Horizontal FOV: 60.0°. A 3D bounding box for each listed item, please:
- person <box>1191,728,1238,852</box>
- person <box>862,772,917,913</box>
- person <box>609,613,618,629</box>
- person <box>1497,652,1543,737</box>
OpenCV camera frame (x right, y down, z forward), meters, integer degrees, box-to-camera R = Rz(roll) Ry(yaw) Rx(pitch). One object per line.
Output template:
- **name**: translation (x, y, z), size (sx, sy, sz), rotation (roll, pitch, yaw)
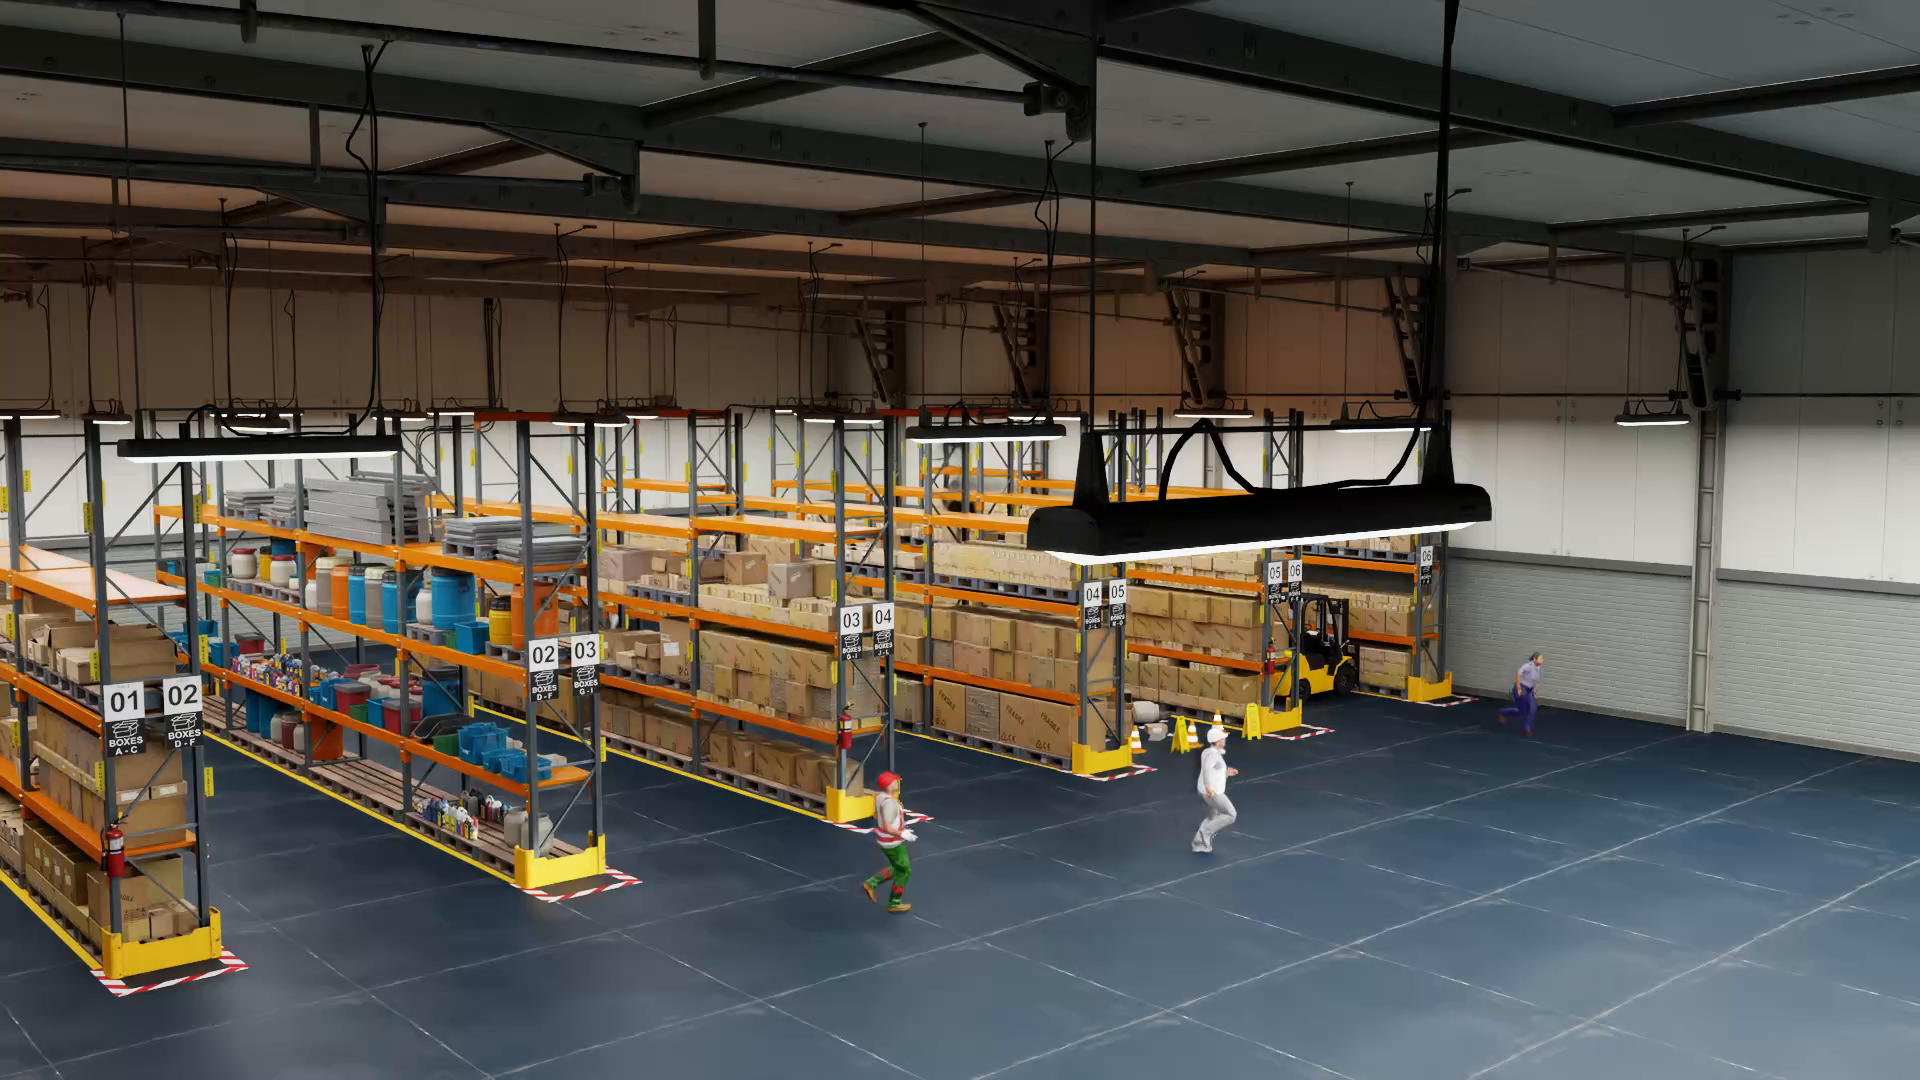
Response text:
- **person**: translation (3.515, 3.449, 22.908), size (0.670, 1.707, 0.648), rotation (-1, 5, -9)
- **person**: translation (-0.877, 3.683, 20.275), size (0.622, 1.735, 0.654), rotation (-1, 5, -16)
- **person**: translation (-8.770, 1.762, 42.373), size (0.664, 1.767, 0.944), rotation (1, 5, 15)
- **person**: translation (10.450, 2.854, 31.004), size (0.823, 1.599, 0.606), rotation (4, 6, 37)
